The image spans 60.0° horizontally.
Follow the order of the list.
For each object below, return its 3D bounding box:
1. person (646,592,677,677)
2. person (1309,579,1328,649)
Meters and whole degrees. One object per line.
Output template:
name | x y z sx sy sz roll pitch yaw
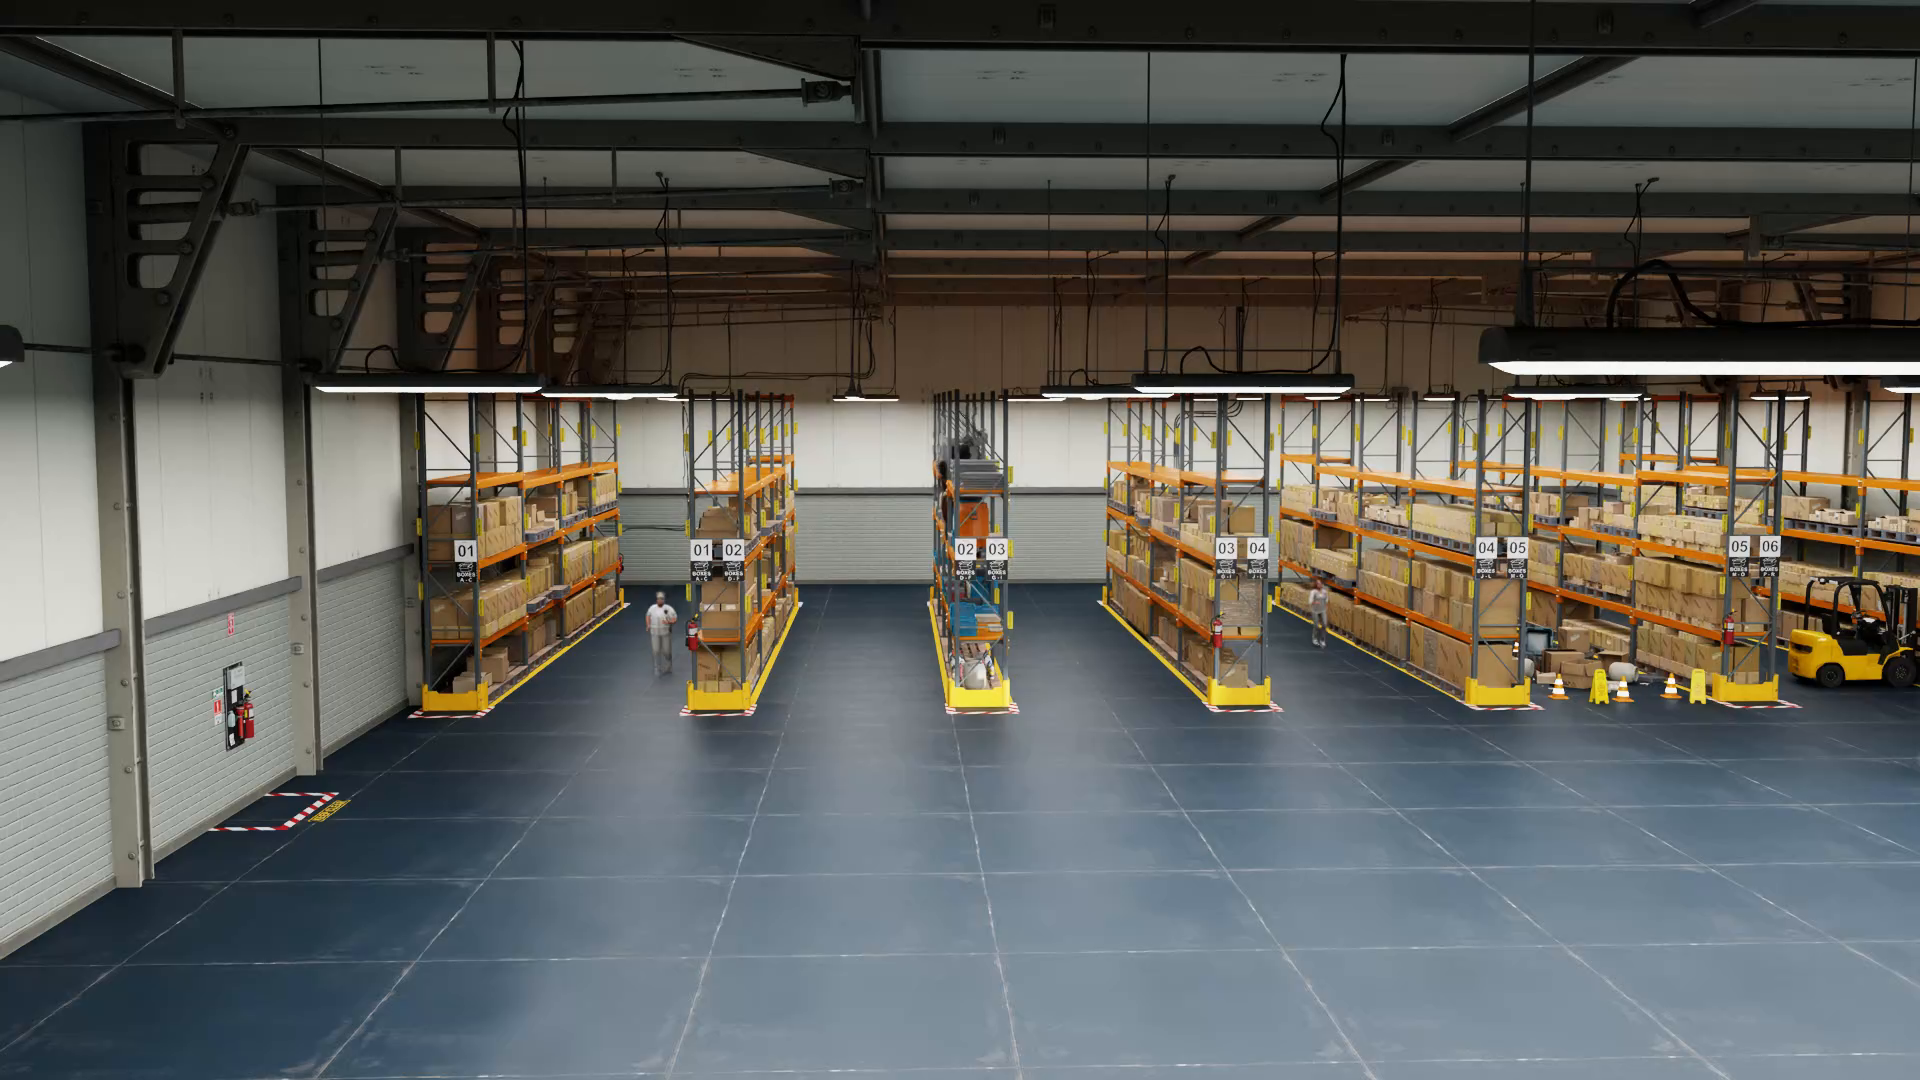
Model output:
person | -6.325 1.968 35.163 0.673 1.749 0.923 0 5 -3
person | 8.456 1.737 39.173 0.513 1.634 0.702 0 5 -2
